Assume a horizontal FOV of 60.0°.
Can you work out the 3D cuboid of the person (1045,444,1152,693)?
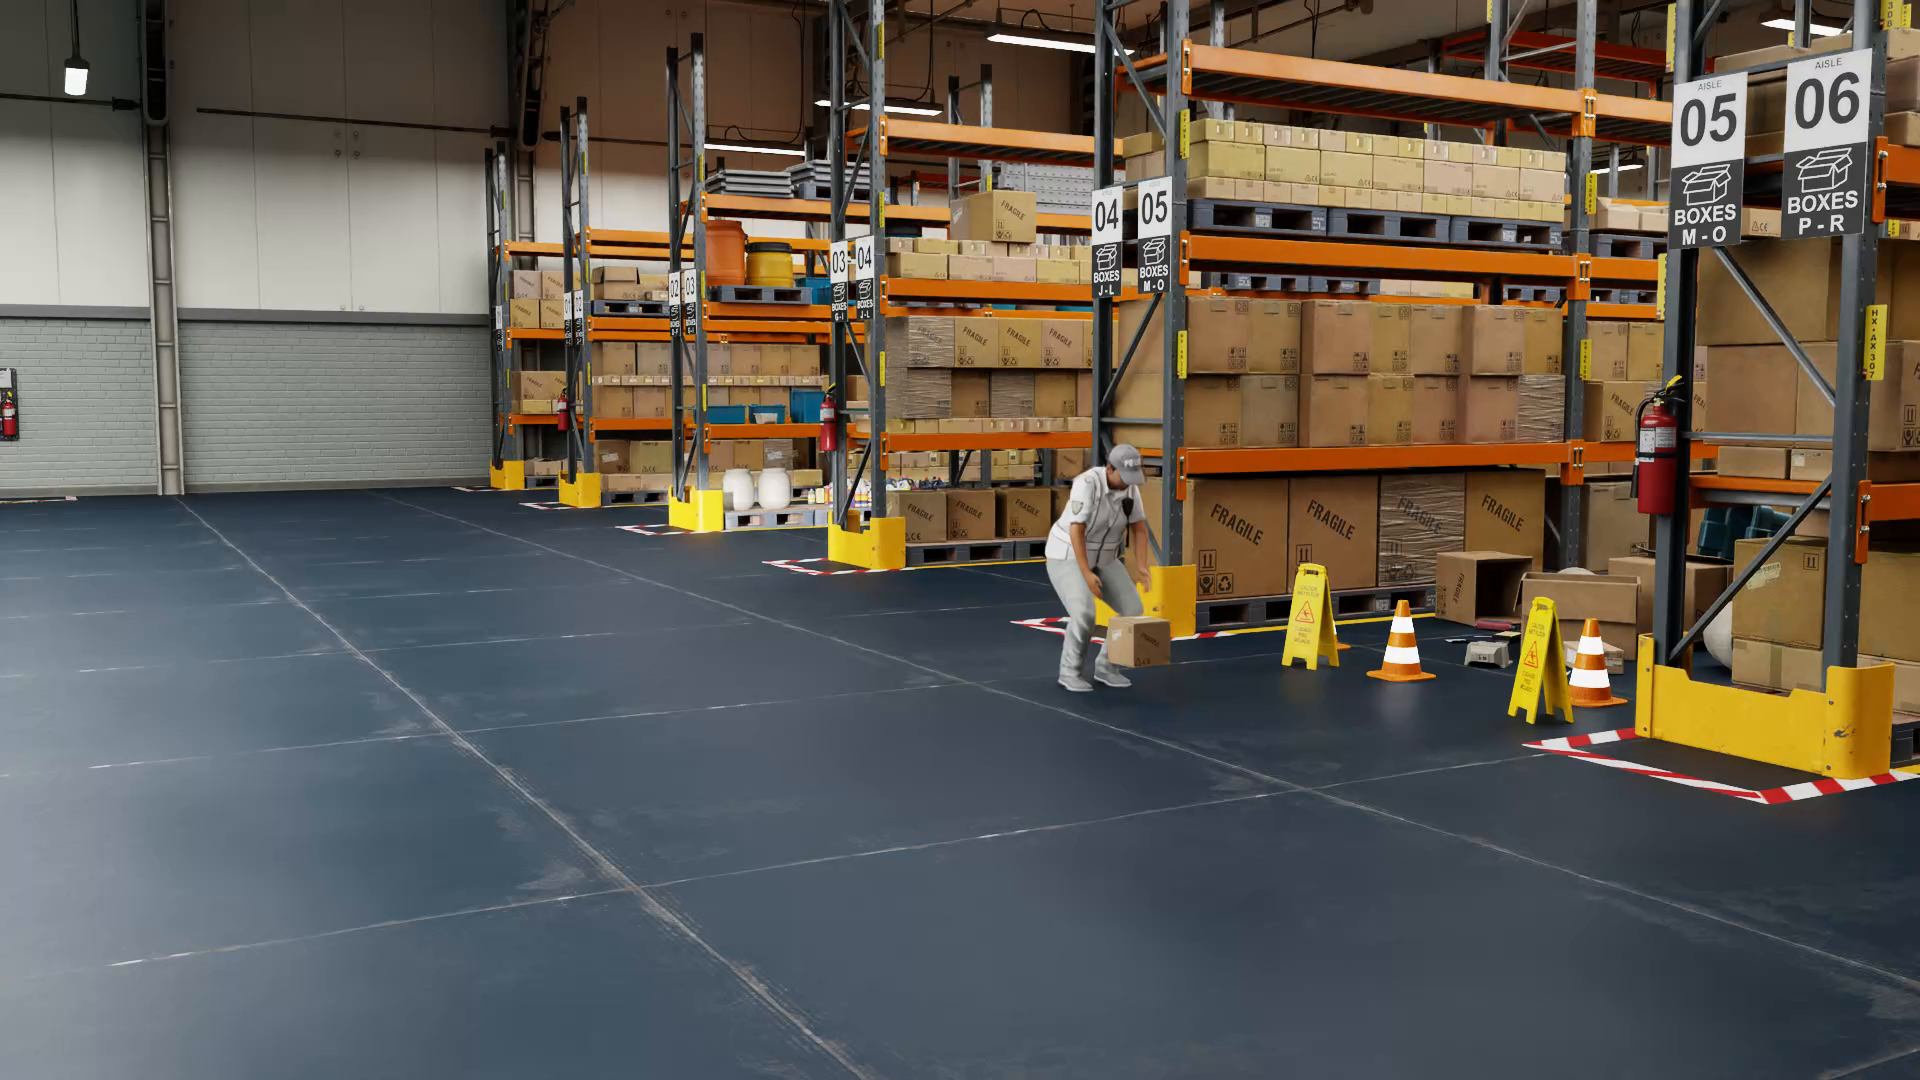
[{"bbox_3d":[0.828,0.152,9.669,0.532,1.432,0.691,-3,6,-28],"label":"person"}]
